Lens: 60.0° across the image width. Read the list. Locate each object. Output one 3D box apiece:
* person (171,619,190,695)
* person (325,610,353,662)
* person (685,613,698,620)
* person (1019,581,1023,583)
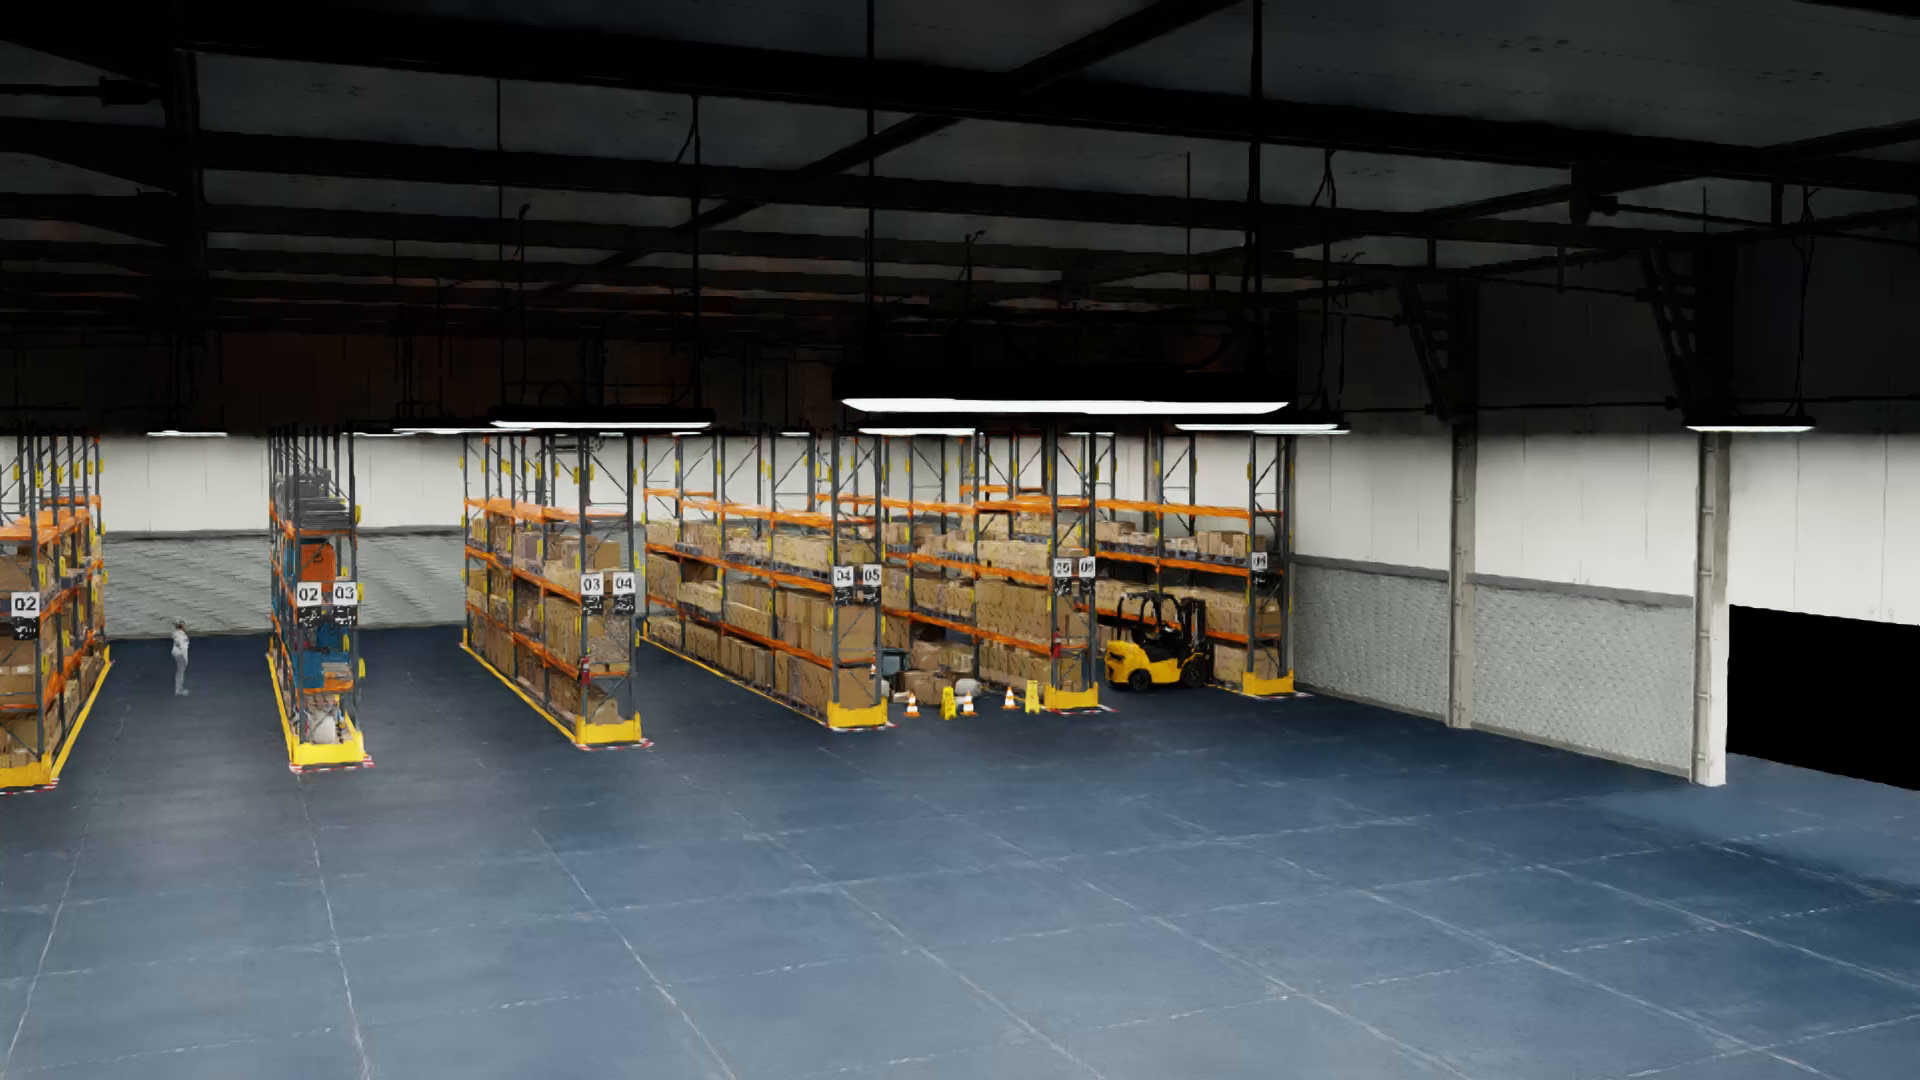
[{"bbox_3d":[-17.362,2.603,37.111,0.552,1.684,0.433,3,5,41],"label":"person"},{"bbox_3d":[-15.932,2.284,42.232,0.697,1.699,0.830,-3,5,-43],"label":"person"},{"bbox_3d":[-8.187,1.775,50.439,0.599,1.752,0.573,1,4,12],"label":"person"},{"bbox_3d":[1.621,2.027,45.665,0.588,1.784,0.666,0,3,-4],"label":"person"}]
